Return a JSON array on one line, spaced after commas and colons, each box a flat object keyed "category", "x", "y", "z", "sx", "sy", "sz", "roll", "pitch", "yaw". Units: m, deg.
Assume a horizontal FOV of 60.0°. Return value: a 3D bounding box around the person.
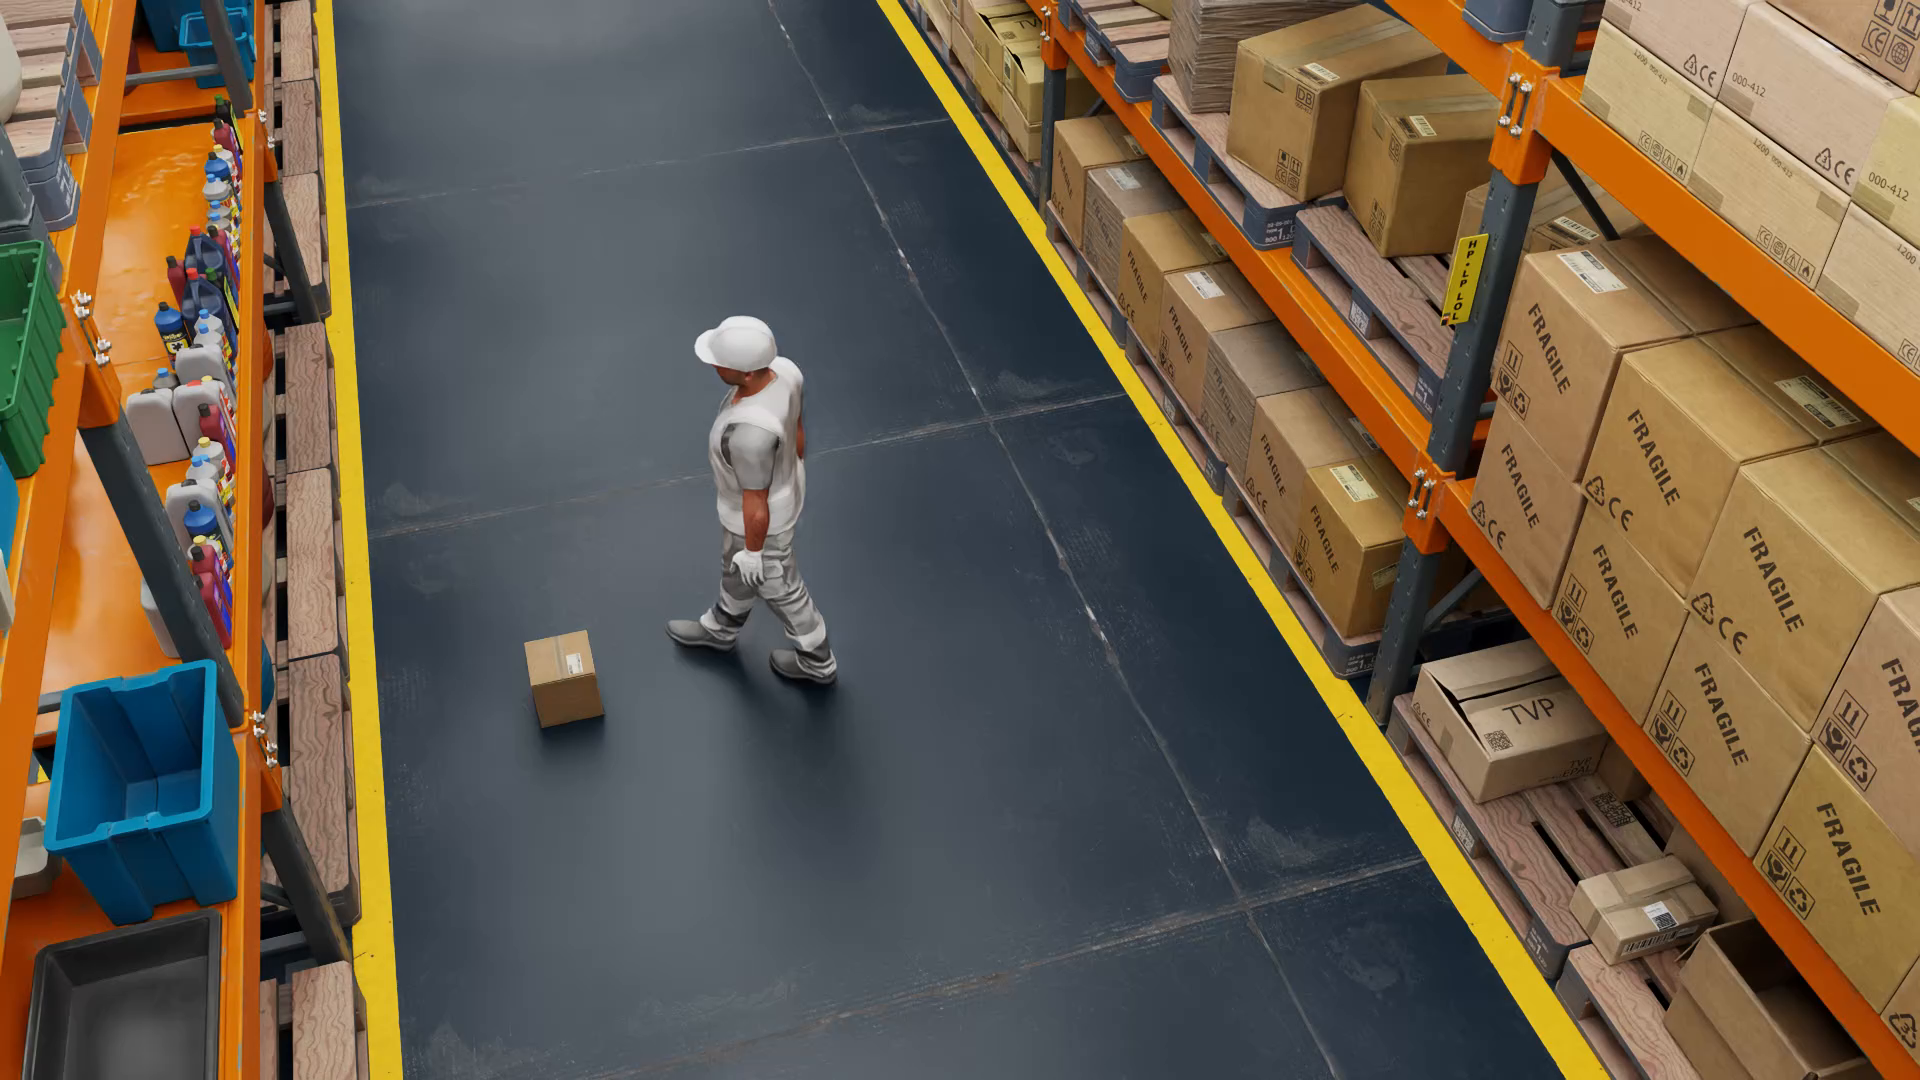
[{"category": "person", "x": -0.871, "y": -0.136, "z": 6.283, "sx": 0.758, "sy": 1.767, "sz": 0.583, "roll": 5, "pitch": 42, "yaw": 6}]
